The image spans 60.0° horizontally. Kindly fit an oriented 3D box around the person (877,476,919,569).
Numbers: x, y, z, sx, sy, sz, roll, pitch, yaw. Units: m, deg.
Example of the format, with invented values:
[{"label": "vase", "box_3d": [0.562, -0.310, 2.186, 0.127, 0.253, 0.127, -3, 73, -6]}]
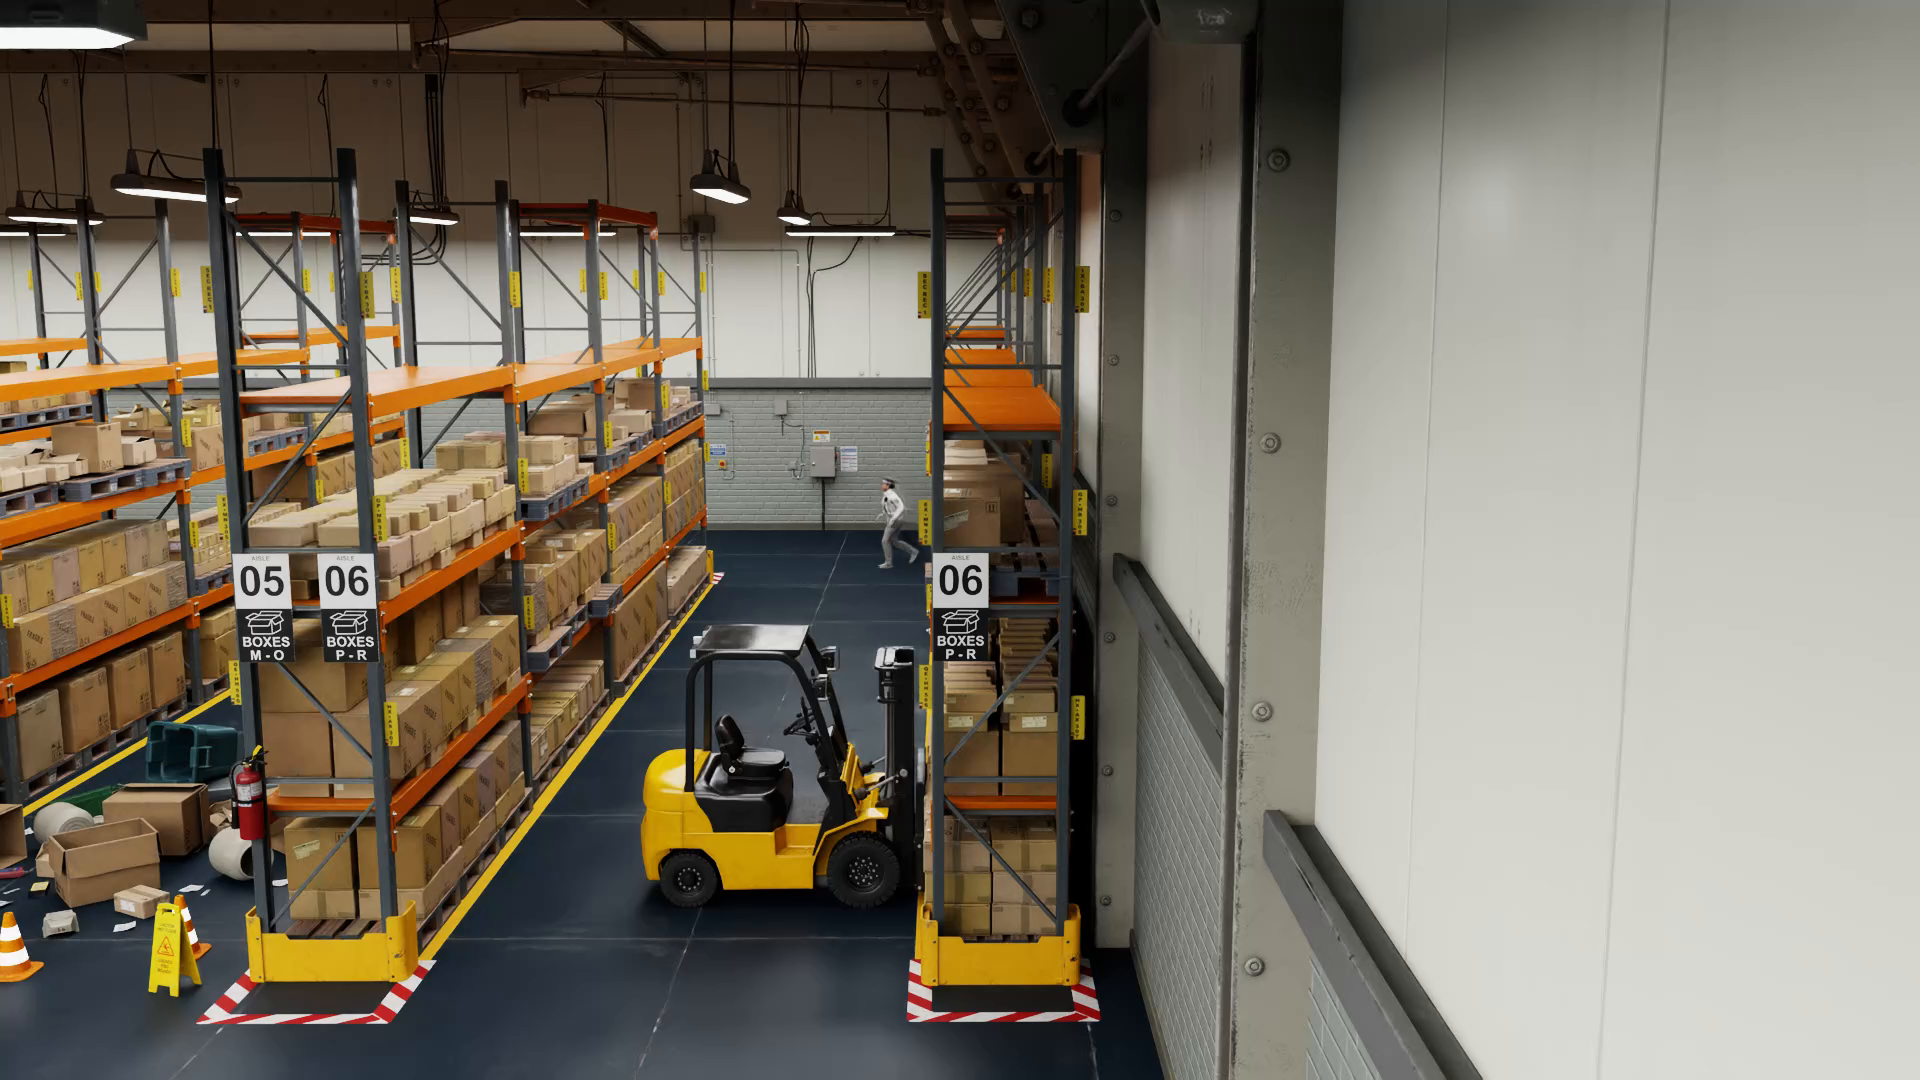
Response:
[{"label": "person", "box_3d": [-1.087, -0.325, 29.357, 0.765, 1.646, 0.610, -2, 9, -12]}]
